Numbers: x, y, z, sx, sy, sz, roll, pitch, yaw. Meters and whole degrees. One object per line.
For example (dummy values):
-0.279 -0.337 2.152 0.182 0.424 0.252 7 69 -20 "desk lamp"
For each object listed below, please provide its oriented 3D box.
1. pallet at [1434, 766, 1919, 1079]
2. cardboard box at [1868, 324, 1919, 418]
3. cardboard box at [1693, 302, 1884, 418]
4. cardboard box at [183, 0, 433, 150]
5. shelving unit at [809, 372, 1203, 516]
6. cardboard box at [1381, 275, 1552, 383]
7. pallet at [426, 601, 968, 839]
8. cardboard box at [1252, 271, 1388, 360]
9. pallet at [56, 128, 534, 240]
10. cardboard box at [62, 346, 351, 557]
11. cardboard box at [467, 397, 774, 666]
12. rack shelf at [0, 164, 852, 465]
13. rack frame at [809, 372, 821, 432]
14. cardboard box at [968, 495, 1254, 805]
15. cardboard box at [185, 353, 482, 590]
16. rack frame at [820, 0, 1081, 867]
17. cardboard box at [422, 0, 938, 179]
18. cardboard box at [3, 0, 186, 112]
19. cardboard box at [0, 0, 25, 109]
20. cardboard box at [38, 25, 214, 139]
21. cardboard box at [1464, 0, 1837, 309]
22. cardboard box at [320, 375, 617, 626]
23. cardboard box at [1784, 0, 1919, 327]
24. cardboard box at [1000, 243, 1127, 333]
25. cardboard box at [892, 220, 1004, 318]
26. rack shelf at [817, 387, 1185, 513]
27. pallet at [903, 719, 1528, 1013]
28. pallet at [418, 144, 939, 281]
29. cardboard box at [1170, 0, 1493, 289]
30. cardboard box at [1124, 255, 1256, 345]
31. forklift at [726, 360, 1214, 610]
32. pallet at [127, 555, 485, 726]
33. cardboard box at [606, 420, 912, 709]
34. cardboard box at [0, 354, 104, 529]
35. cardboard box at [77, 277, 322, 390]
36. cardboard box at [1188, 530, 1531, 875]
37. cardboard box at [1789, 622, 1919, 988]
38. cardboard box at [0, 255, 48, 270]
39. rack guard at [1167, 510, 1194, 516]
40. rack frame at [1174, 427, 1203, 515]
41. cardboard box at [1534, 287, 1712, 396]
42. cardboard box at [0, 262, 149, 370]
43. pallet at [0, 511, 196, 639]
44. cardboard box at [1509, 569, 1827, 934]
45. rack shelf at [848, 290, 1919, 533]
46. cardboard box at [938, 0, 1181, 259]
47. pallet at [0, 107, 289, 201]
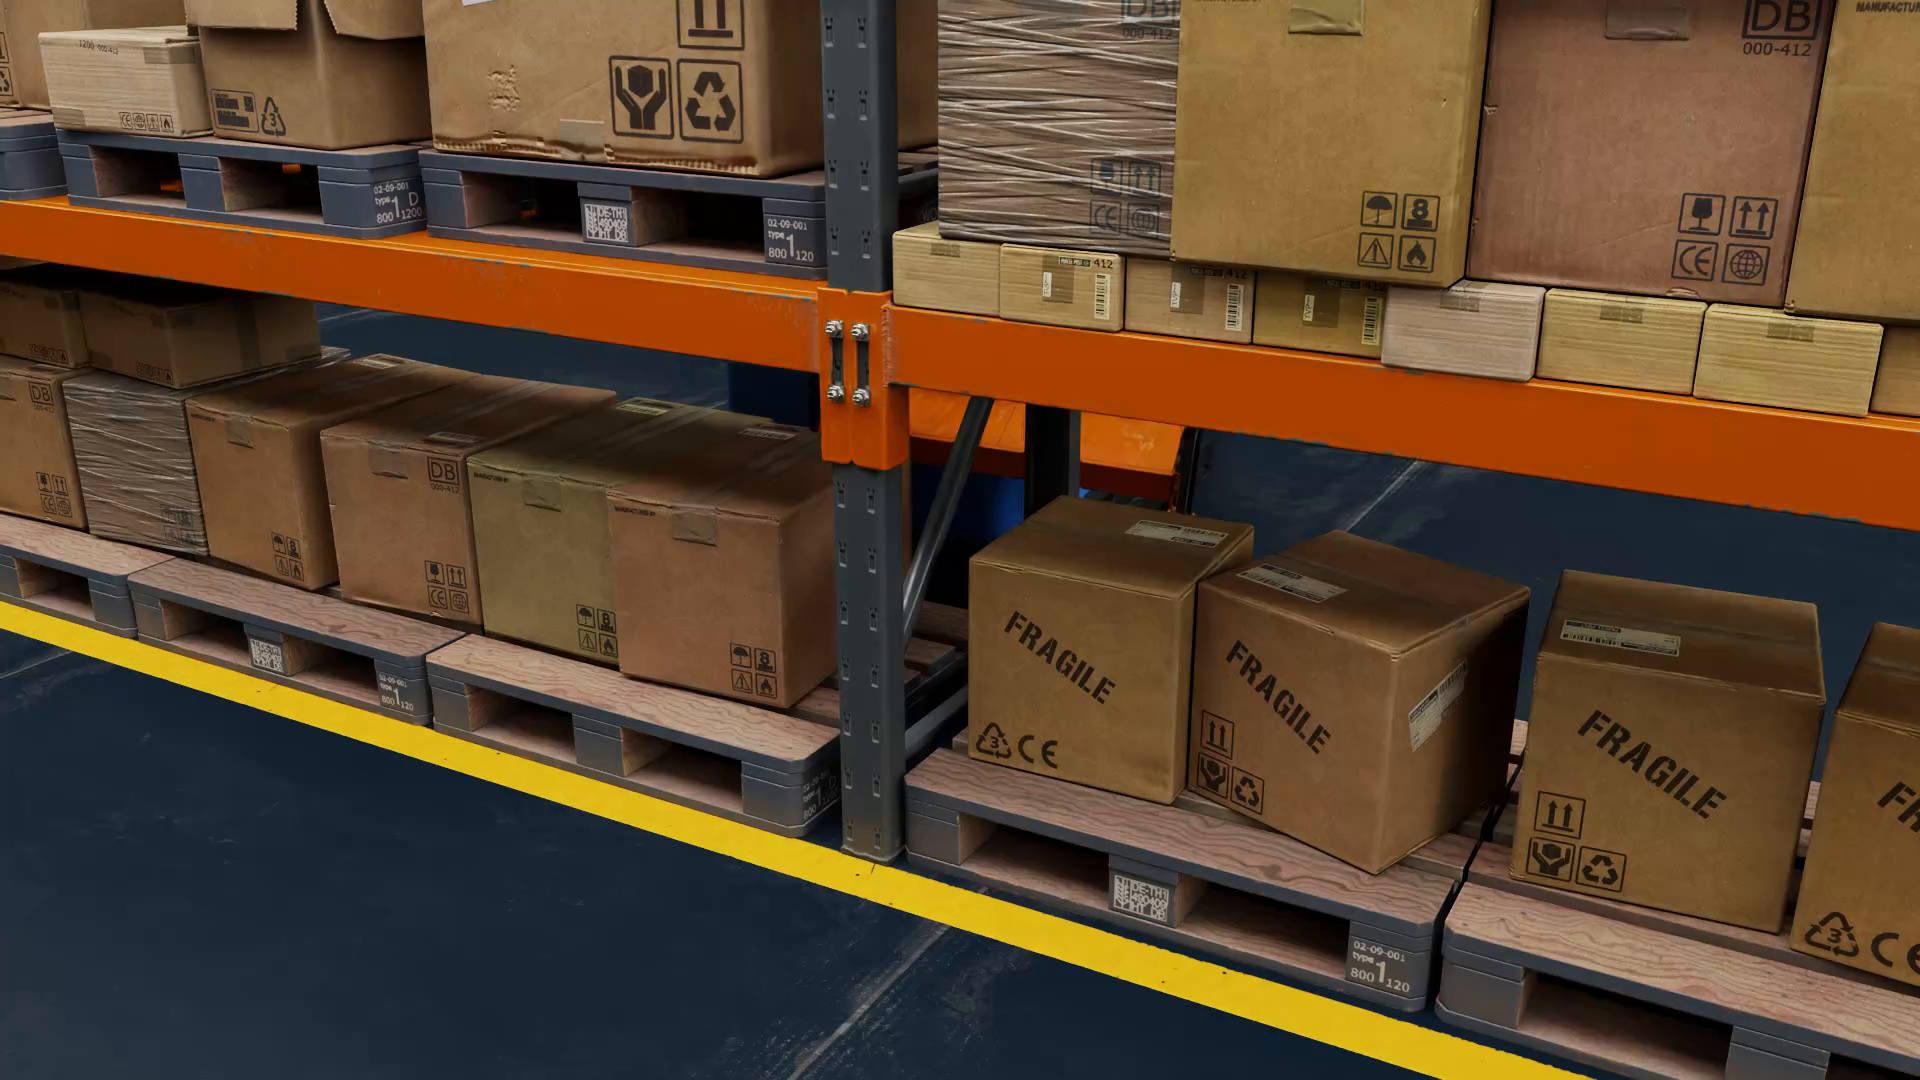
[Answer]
1.696 0.794 3.368 1.213 0.211 1.003 11 23 27 "pallet"
1.620 -0.304 2.673 0.250 0.149 0.380 11 23 27 "cardboard box"
1.380 -0.332 2.750 0.250 0.149 0.380 11 23 27 "cardboard box"
-1.536 -1.328 4.359 0.637 0.503 0.797 13 24 33 "cardboard box"
0.147 -0.454 4.636 1.083 1.500 0.587 9 31 9 "shelving unit"
0.929 -0.406 2.955 0.250 0.149 0.380 11 23 27 "cardboard box"
-0.658 0.361 4.561 1.213 0.211 1.003 11 23 27 "pallet"
0.730 -0.460 3.103 0.250 0.149 0.380 11 23 27 "cardboard box"
-1.721 -1.079 4.722 1.213 0.211 1.003 11 23 27 "pallet"
-2.384 -0.324 5.380 0.500 0.500 0.700 9 22 23 "cardboard box"
-0.910 -0.046 4.614 0.500 0.500 0.700 11 22 27 "cardboard box"
-1.723 -0.815 4.769 4.000 0.370 1.077 11 23 27 "rack shelf"
-0.339 -0.533 4.717 0.032 1.500 0.500 9 31 9 "rack frame"
0.352 0.235 3.868 0.500 0.500 0.500 10 22 26 "cardboard box"
-1.886 -0.232 5.126 0.500 0.500 0.700 13 24 32 "cardboard box"
0.023 -0.821 3.730 0.127 3.000 1.000 11 23 27 "rack frame"
-0.603 -1.474 4.035 1.000 1.000 1.000 11 23 28 "cardboard box"
-2.442 -1.590 5.086 0.500 0.500 0.700 15 25 35 "cardboard box"
-2.978 -1.653 5.260 0.500 0.500 0.500 8 21 21 "cardboard box"
-2.118 -1.266 4.560 0.500 0.250 0.500 10 22 26 "cardboard box"
1.290 -0.768 3.000 0.500 0.500 0.875 11 23 27 "cardboard box"
-1.399 -0.139 4.870 0.500 0.500 0.700 9 22 23 "cardboard box"
1.707 -0.672 2.737 0.500 0.500 0.875 11 23 27 "cardboard box"
0.276 -0.532 3.302 0.250 0.149 0.380 11 23 27 "cardboard box"
0.064 -0.578 3.427 0.250 0.149 0.380 11 23 27 "cardboard box"
0.147 -0.299 4.727 1.000 0.185 0.538 9 31 9 "rack shelf"
0.626 0.591 3.926 1.213 0.211 1.003 11 23 27 "pallet"
-0.574 -0.901 4.232 1.213 0.211 1.003 11 23 27 "pallet"
0.805 -0.821 3.147 0.500 0.500 0.875 11 23 27 "cardboard box"
0.507 -0.499 3.210 0.250 0.149 0.380 11 23 27 "cardboard box"
0.342 -1.594 5.962 1.130 2.935 3.031 9 22 24 "forklift"
-1.727 0.158 5.119 1.213 0.211 1.003 11 23 27 "pallet"
-0.503 0.039 4.380 0.500 0.500 0.700 9 22 23 "cardboard box"
-2.875 -0.412 5.624 0.500 0.500 0.700 10 22 24 "cardboard box"
-2.402 -0.683 5.269 0.500 0.250 0.500 14 24 33 "cardboard box"
0.856 0.328 3.612 0.500 0.500 0.500 -17 26 -39 "cardboard box"
1.902 0.514 3.099 0.500 0.500 0.500 13 24 32 "cardboard box"
-4.062 -0.806 6.188 0.875 0.875 1.225 10 22 25 "cardboard box"
0.600 0.159 4.875 0.087 0.250 0.587 9 31 9 "rack guard"
0.651 -0.373 4.551 0.032 1.500 0.500 9 31 9 "rack frame"
1.167 -0.377 2.874 0.250 0.149 0.380 11 23 27 "cardboard box"
-2.870 -0.768 5.504 0.500 0.250 0.500 12 23 29 "cardboard box"
-2.788 -0.045 5.679 1.213 0.211 1.003 11 23 27 "pallet"
1.437 0.408 3.391 0.500 0.500 0.500 9 22 23 "cardboard box"
1.769 -0.150 2.935 4.000 0.370 1.077 11 23 27 "rack shelf"
0.385 -0.915 3.405 0.500 0.500 0.875 11 23 27 "cardboard box"
-2.795 -1.309 5.357 1.003 0.211 1.213 11 23 27 "pallet"
